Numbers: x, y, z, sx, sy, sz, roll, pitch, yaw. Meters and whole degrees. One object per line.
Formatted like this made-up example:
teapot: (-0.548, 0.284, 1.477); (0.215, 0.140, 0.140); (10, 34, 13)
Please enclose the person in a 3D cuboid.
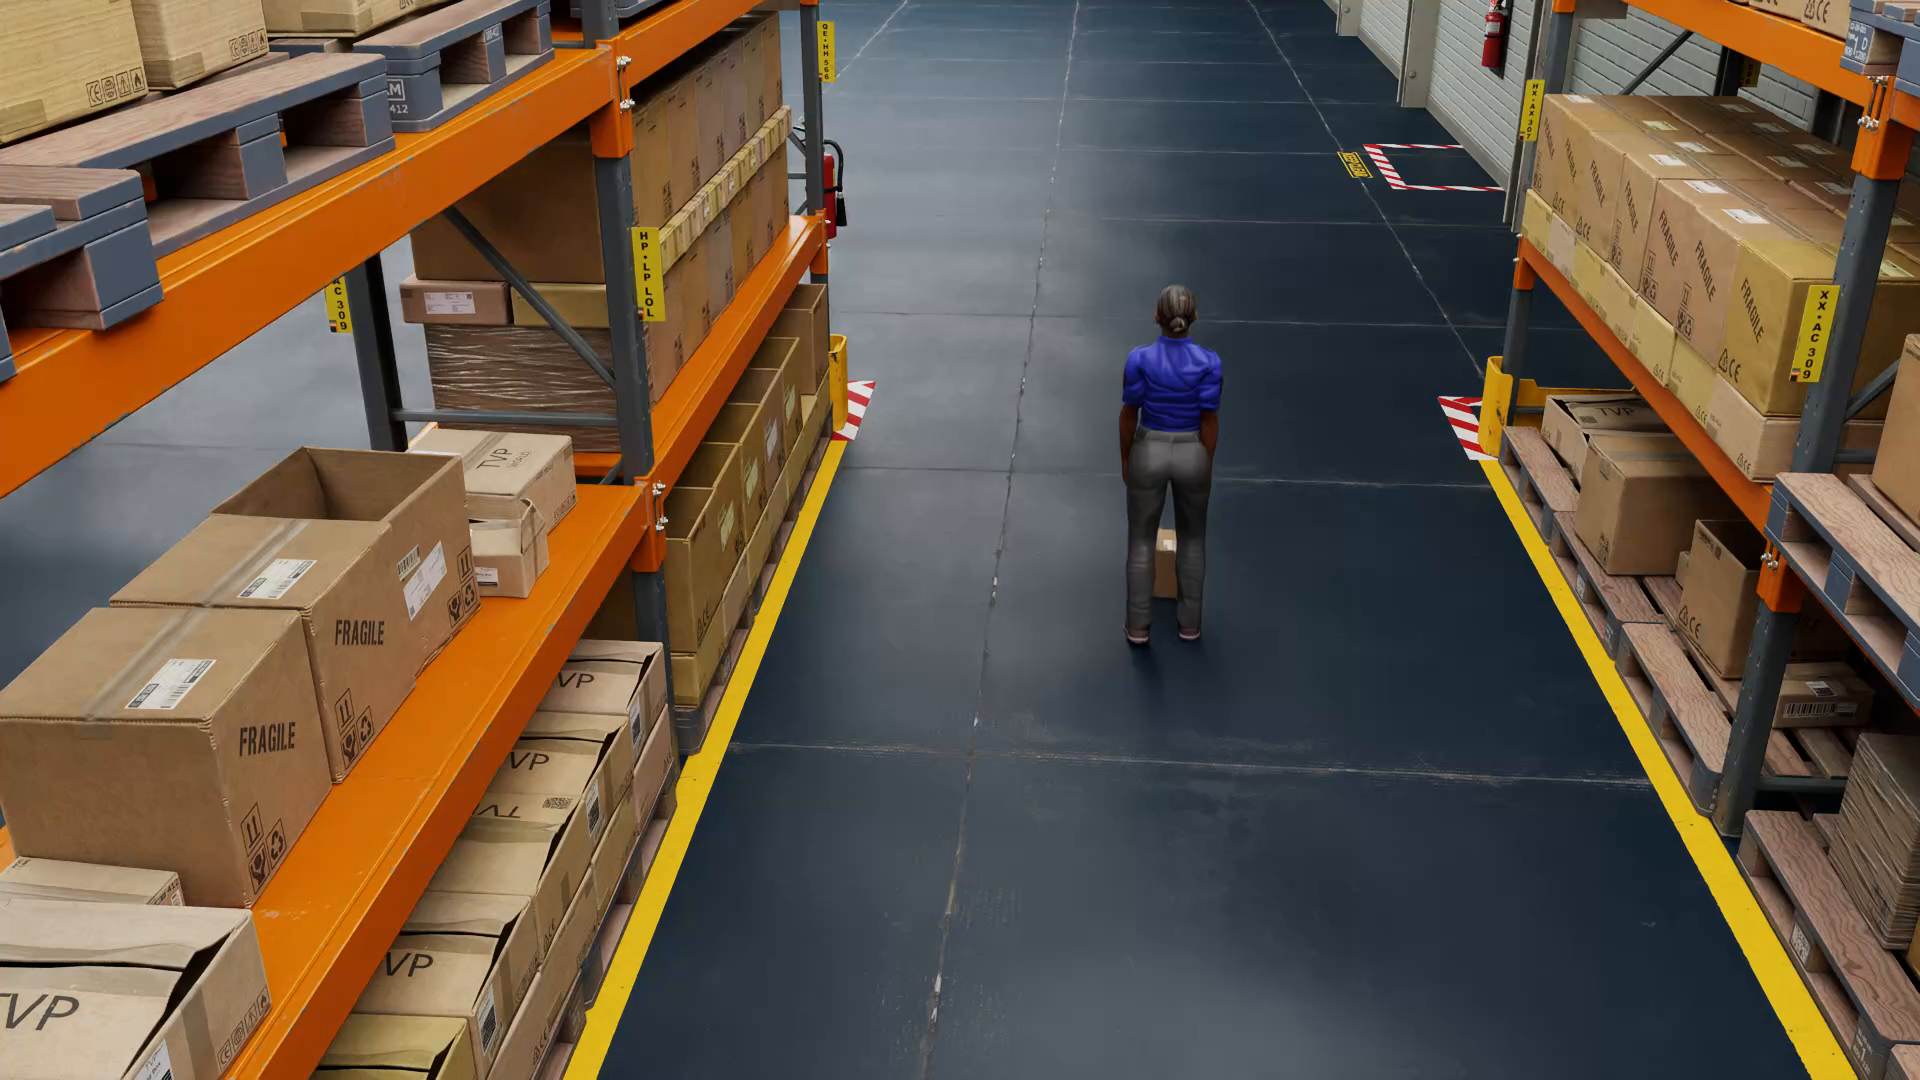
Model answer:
person: (0.912, -0.328, 7.342); (0.437, 1.660, 0.354); (2, 25, 5)
